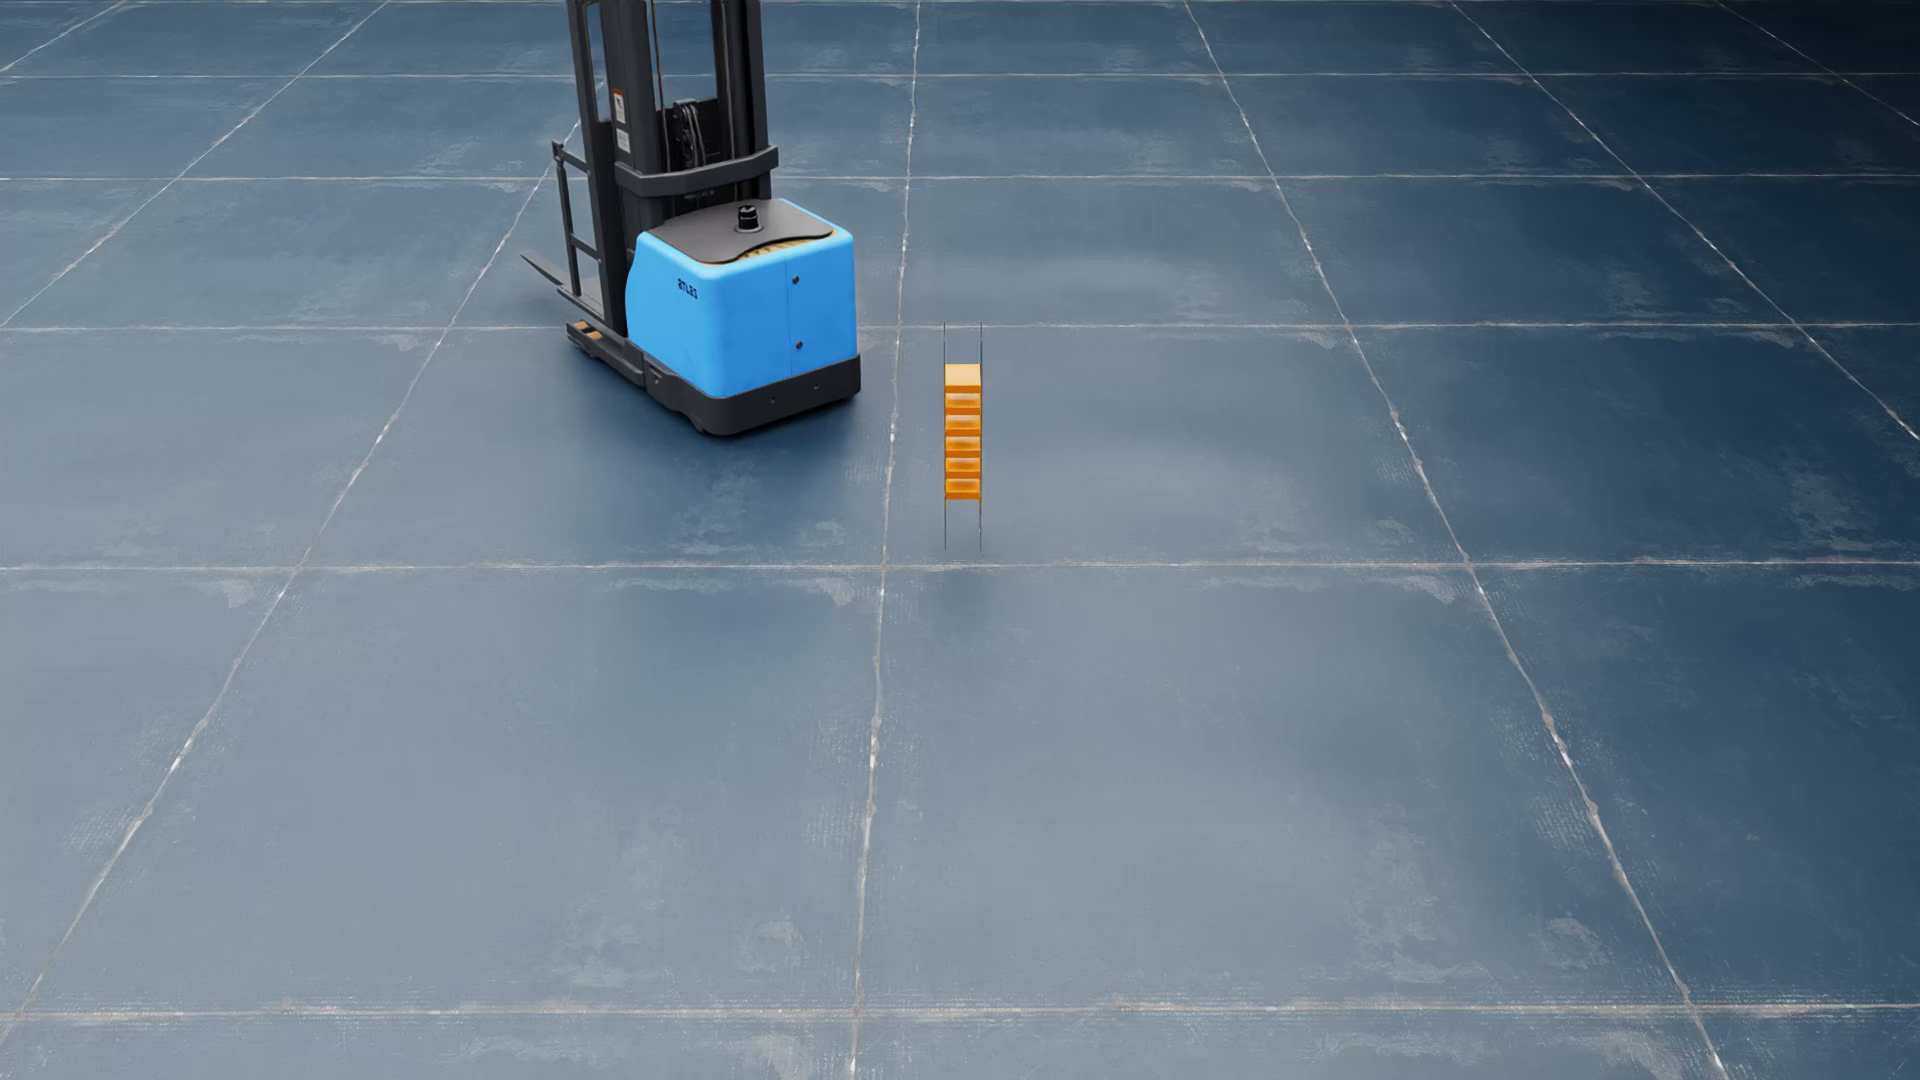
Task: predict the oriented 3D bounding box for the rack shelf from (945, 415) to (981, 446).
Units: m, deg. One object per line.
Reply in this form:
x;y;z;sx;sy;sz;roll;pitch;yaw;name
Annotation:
0.014;-0.578;8.400;0.180;0.103;0.258;0;31;0;rack shelf

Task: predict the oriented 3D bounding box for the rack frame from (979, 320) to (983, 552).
0.106;-0.513;8.439;0.006;1.200;0.240;0;31;0;rack frame

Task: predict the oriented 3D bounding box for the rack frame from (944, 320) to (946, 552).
-0.077;-0.513;8.438;0.006;1.200;0.240;0;31;0;rack frame

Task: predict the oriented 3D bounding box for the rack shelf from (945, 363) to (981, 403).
0.014;-0.783;8.275;0.180;0.103;0.258;0;31;0;rack shelf

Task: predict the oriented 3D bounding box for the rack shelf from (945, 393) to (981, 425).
0.014;-0.680;8.337;0.180;0.103;0.258;0;31;0;rack shelf

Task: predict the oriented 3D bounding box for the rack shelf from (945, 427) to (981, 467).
0.014;-0.475;8.462;0.180;0.103;0.258;0;31;0;rack shelf

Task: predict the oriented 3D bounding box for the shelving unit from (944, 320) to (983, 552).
0.014;-0.513;8.439;0.189;1.200;0.258;0;31;0;shelving unit

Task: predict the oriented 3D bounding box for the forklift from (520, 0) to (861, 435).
-1.896;-2.561;10.146;1.130;2.935;3.031;-22;37;-31;forklift

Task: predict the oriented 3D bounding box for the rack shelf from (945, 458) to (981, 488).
0.014;-0.372;8.524;0.180;0.103;0.258;0;31;0;rack shelf

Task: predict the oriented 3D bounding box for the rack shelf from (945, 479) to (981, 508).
0.014;-0.270;8.586;0.180;0.103;0.258;0;31;0;rack shelf
